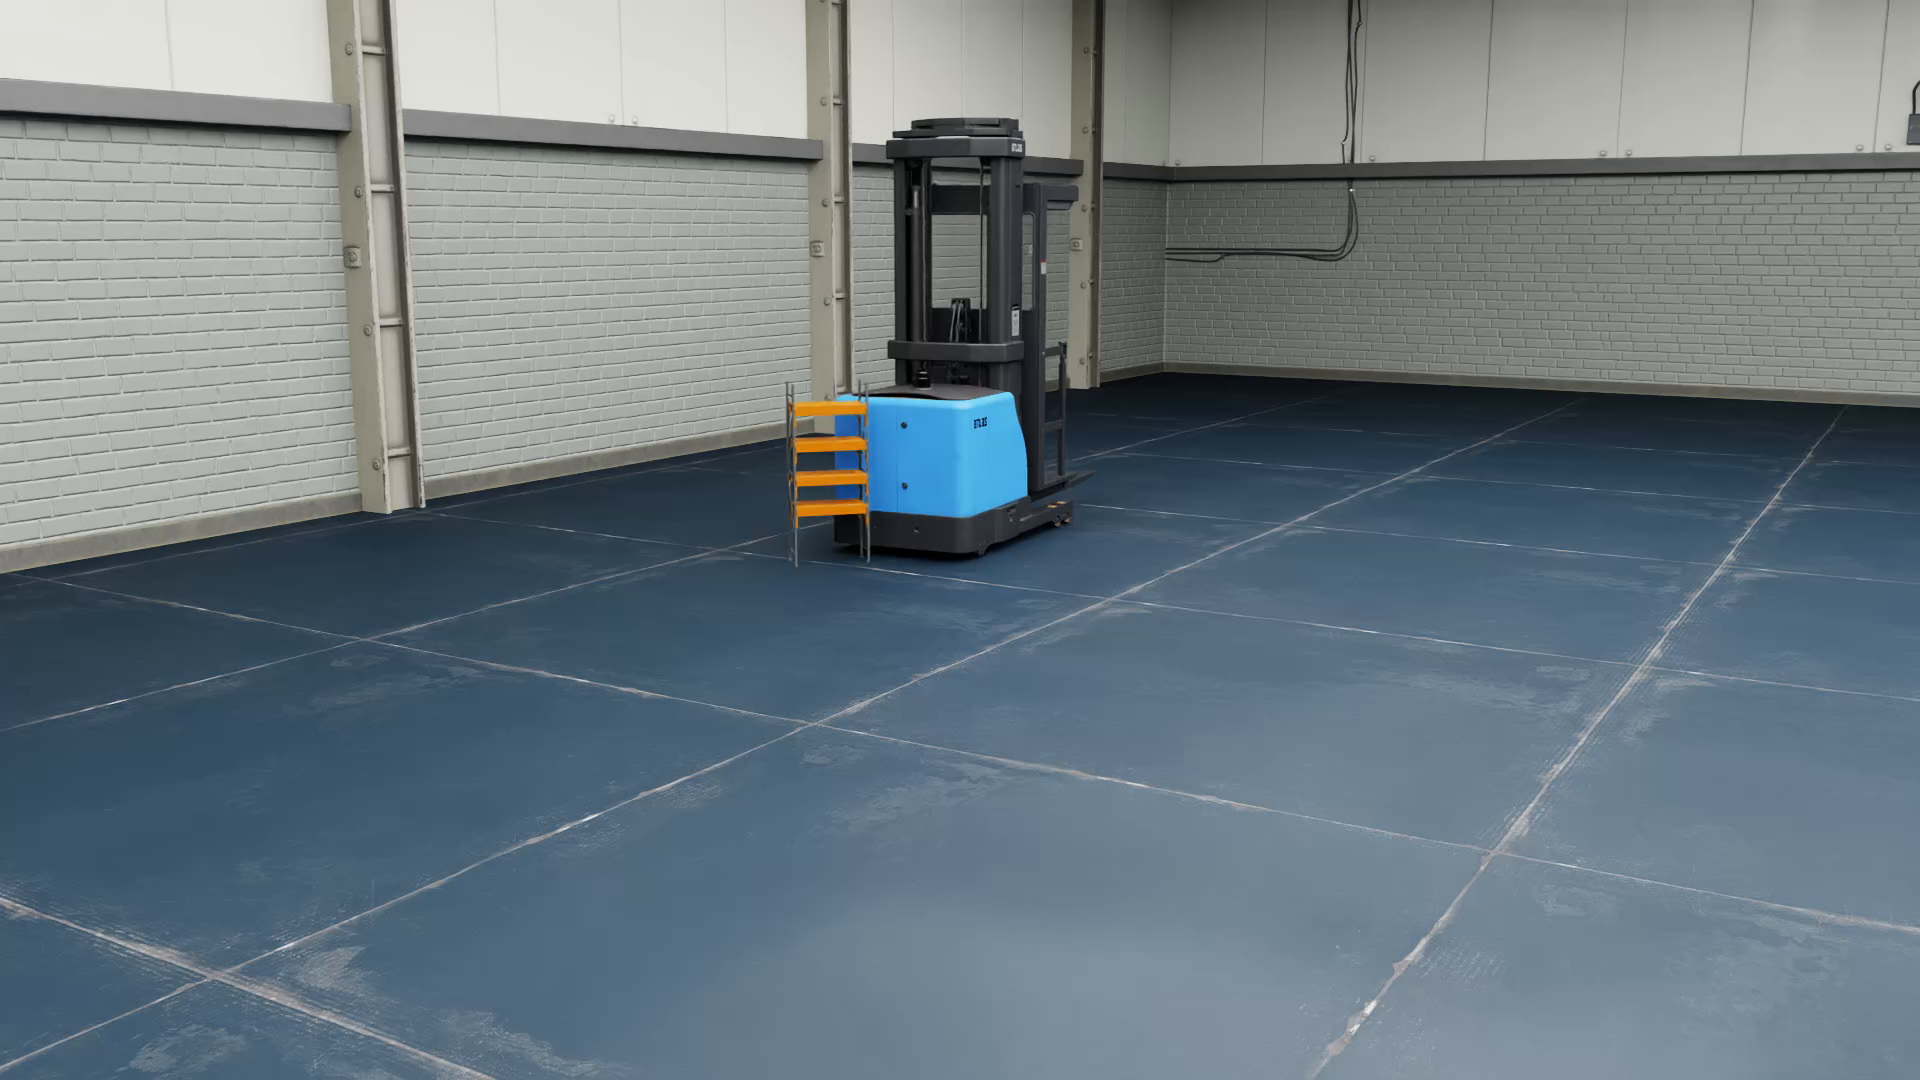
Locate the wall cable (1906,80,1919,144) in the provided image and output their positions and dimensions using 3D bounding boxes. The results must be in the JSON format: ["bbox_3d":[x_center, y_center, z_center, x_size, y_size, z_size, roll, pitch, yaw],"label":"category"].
[{"bbox_3d":[12.497,-7.659,19.083,2.305,6.003,0.169,6,12,31],"label":"wall cable"}]

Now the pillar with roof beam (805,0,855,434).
[{"bbox_3d":[2.296,-5.205,15.216,9.100,9.000,0.400,6,12,31],"label":"pillar with roof beam"}]

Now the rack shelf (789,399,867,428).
[{"bbox_3d":[-0.873,-0.833,10.921,0.480,0.148,0.258,-3,11,-16],"label":"rack shelf"}]

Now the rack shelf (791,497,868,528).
[{"bbox_3d":[-0.873,-0.185,11.042,0.480,0.148,0.258,-3,11,-16],"label":"rack shelf"}]

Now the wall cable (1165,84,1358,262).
[{"bbox_3d":[4.391,-5.371,24.539,3.097,2.526,0.112,6,12,31],"label":"wall cable"}]

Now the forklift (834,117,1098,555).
[{"bbox_3d":[0.204,-1.569,12.283,1.130,2.935,3.031,5,12,24],"label":"forklift"}]

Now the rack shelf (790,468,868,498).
[{"bbox_3d":[-0.873,-0.380,11.006,0.480,0.148,0.258,-3,11,-16],"label":"rack shelf"}]

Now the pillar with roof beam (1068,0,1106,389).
[{"bbox_3d":[5.411,-6.149,20.257,9.100,9.000,0.400,6,12,31],"label":"pillar with roof beam"}]

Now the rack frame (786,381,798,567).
[{"bbox_3d":[-1.107,-0.434,10.928,0.015,1.200,0.240,-3,11,-16],"label":"rack frame"}]

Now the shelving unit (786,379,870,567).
[{"bbox_3d":[-0.873,-0.447,10.994,0.503,1.200,0.258,-3,11,-16],"label":"shelving unit"}]

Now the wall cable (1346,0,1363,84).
[{"bbox_3d":[6.703,-7.595,22.694,3.097,2.526,0.112,6,12,31],"label":"wall cable"}]

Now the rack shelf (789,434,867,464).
[{"bbox_3d":[-0.873,-0.600,10.965,0.480,0.148,0.258,-3,11,-16],"label":"rack shelf"}]

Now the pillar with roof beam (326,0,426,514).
[{"bbox_3d":[-0.819,-4.261,10.176,9.100,9.000,0.400,6,12,31],"label":"pillar with roof beam"}]

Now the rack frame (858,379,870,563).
[{"bbox_3d":[-0.638,-0.459,11.059,0.015,1.200,0.240,-3,11,-16],"label":"rack frame"}]
